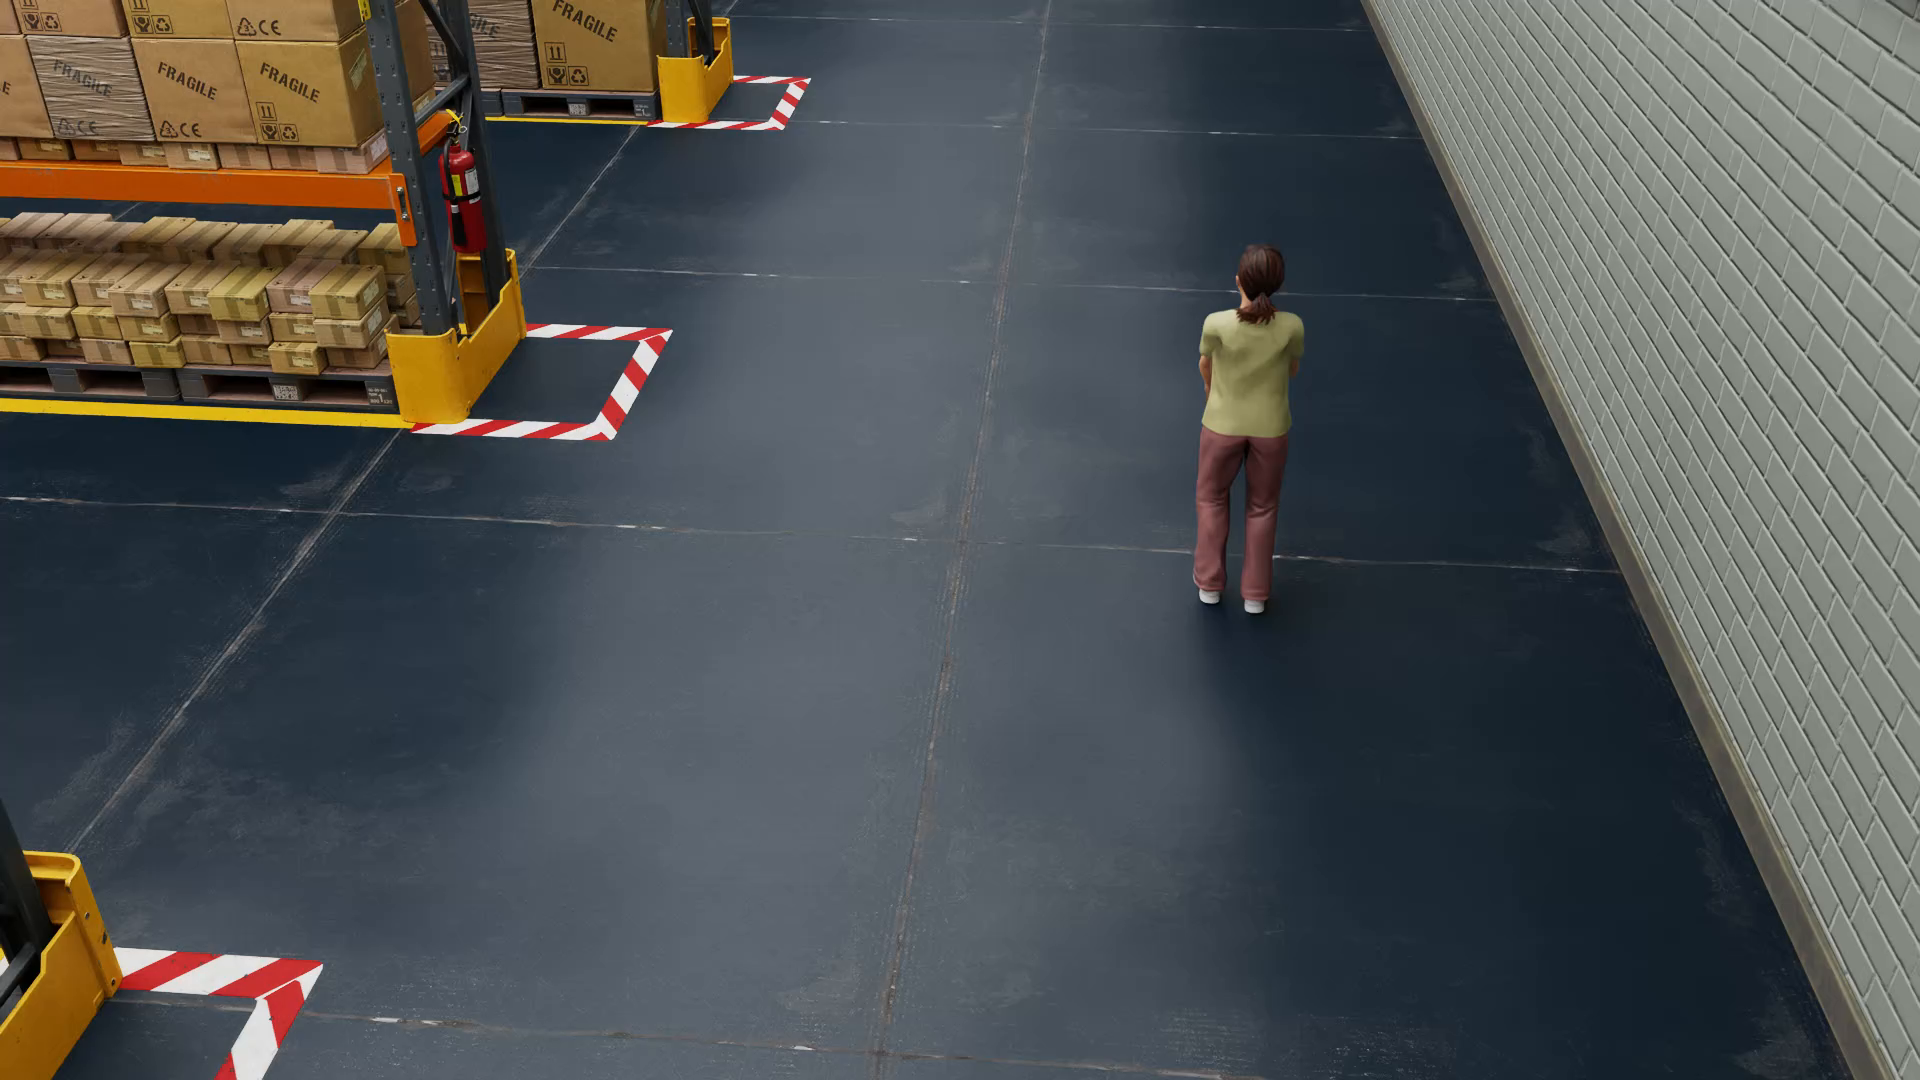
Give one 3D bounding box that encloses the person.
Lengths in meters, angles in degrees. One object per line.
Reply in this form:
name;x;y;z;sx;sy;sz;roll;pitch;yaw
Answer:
person;1.177;-0.483;6.919;0.420;1.668;0.538;3;32;4
